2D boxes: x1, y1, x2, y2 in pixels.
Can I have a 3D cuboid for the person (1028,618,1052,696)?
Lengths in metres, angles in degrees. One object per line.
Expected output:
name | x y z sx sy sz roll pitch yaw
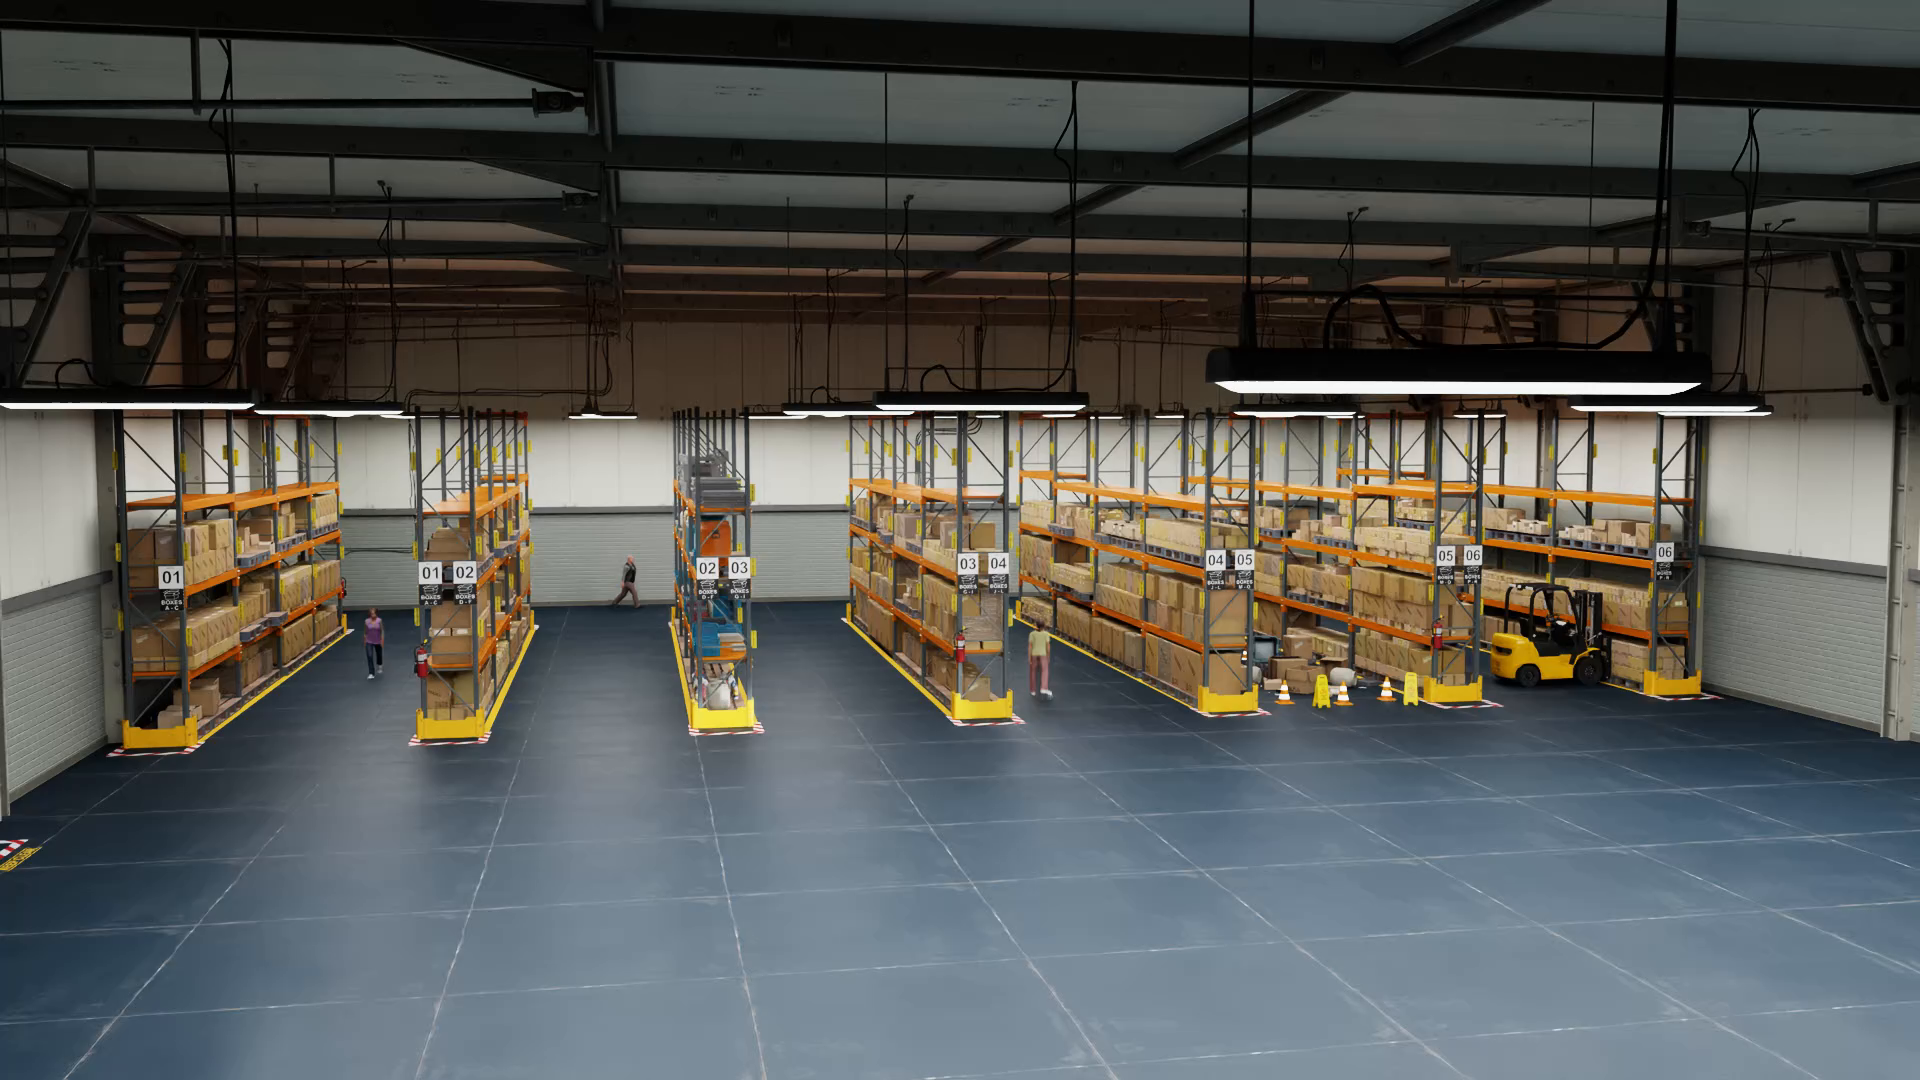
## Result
person | 1.666 2.439 34.566 0.502 1.644 0.918 0 4 5

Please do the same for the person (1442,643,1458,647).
person | 11.389 2.199 38.432 0.548 1.601 0.671 -2 5 -27

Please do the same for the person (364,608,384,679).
person | -13.095 2.285 37.170 0.414 1.562 0.768 -1 4 -14

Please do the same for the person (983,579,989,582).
person | 0.884 1.421 49.099 0.460 1.622 1.009 4 6 45

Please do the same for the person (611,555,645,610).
person | -10.120 1.290 50.751 1.106 1.665 0.516 0 4 2
